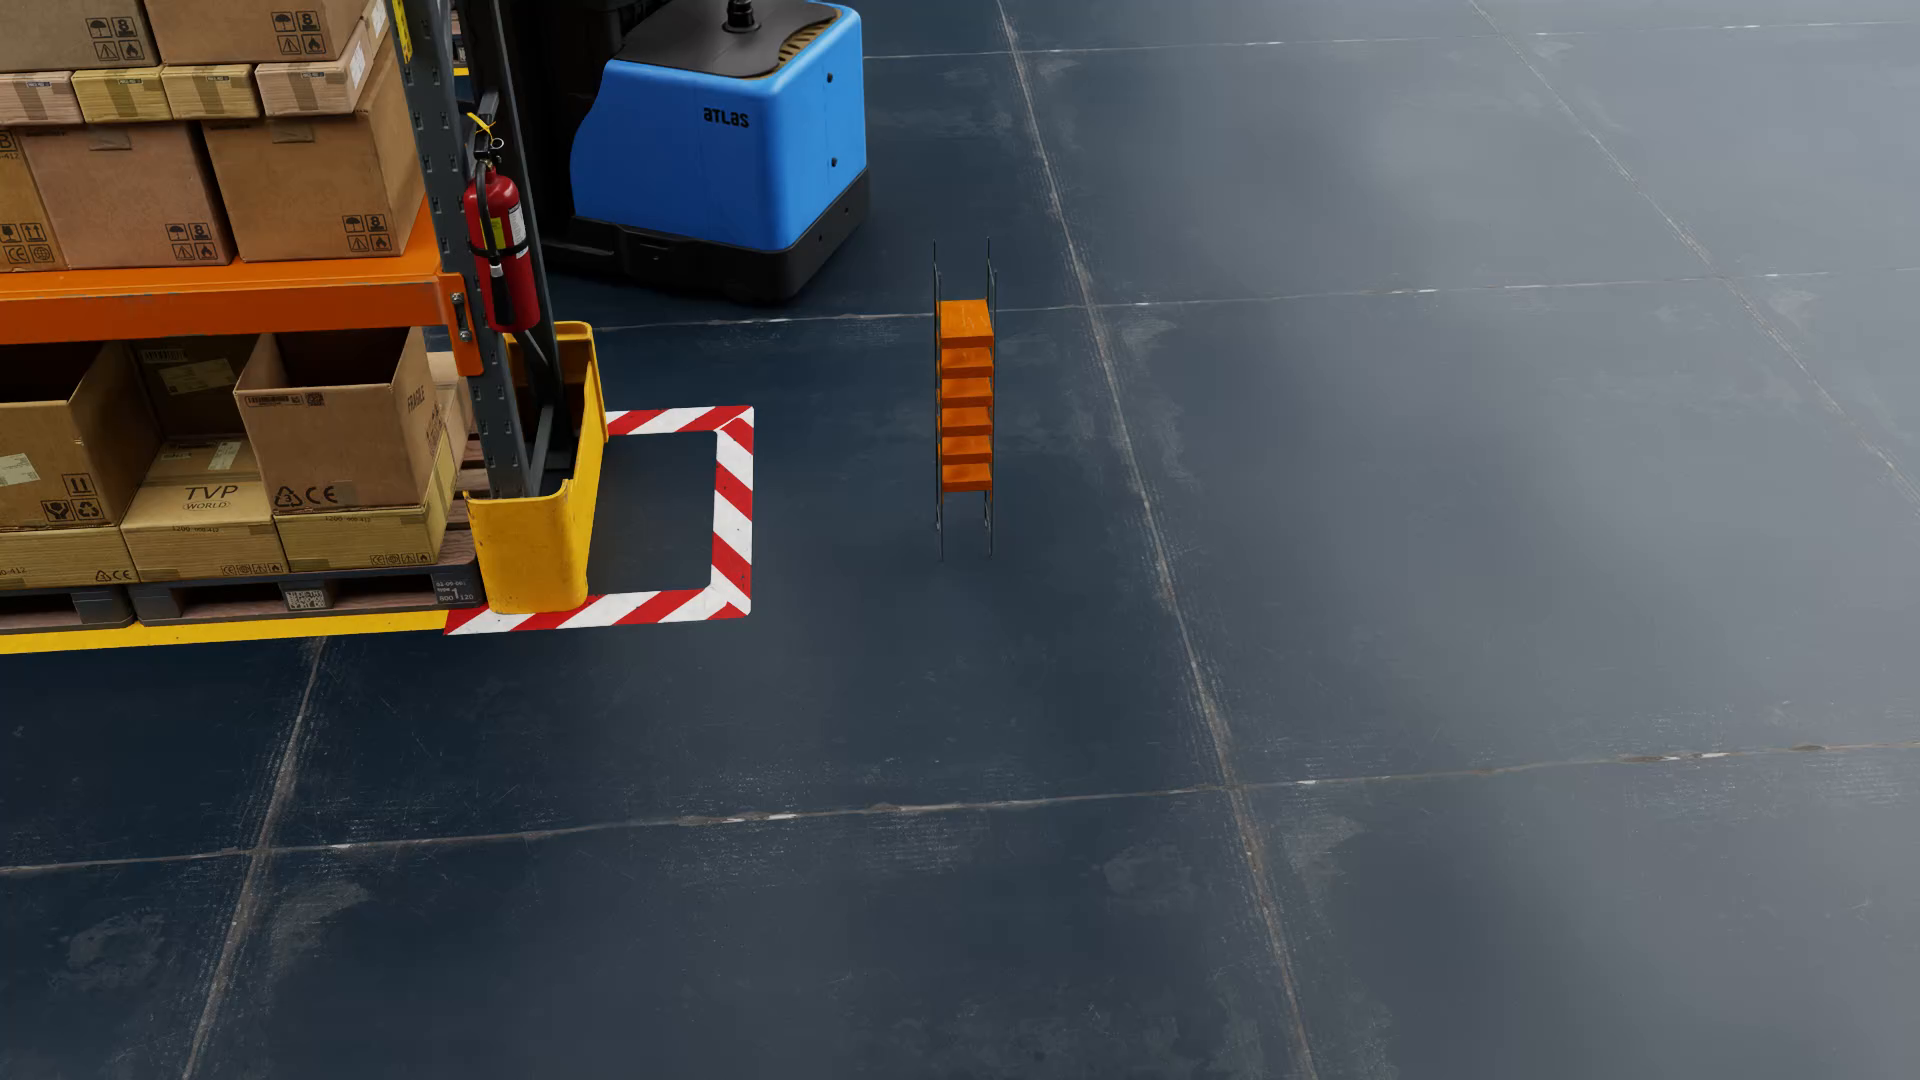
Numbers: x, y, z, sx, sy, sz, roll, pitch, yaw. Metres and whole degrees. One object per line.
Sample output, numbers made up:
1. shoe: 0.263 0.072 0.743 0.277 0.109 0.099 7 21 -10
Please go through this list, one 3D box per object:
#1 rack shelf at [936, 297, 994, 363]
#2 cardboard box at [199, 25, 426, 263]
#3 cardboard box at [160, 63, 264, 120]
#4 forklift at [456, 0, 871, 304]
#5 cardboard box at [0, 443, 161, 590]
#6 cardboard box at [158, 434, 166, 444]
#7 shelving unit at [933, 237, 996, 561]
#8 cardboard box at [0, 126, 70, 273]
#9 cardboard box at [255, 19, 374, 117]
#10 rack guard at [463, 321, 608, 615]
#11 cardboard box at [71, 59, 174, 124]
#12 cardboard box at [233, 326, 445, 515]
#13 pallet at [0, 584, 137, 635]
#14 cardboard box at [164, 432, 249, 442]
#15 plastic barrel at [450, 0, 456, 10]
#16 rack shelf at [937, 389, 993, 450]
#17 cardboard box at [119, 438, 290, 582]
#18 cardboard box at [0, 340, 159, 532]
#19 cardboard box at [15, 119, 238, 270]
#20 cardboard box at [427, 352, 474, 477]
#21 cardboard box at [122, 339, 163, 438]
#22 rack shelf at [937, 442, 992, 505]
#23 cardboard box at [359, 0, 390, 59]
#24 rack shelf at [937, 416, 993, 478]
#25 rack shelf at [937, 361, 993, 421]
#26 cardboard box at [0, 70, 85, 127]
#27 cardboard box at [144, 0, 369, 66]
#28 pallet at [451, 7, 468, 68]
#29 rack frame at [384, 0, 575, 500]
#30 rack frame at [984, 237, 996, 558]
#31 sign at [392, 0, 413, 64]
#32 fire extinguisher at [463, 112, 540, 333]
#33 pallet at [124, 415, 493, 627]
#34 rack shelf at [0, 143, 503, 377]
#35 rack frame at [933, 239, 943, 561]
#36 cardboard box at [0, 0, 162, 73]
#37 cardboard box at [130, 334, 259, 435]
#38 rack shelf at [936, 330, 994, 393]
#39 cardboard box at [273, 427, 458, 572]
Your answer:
1. rack shelf: 0.014 -0.720 5.684 0.180 0.103 0.258 -3 38 -4
2. cardboard box: -2.053 -1.298 5.393 0.500 0.500 0.700 -3 38 -4
3. cardboard box: -2.211 -1.417 5.020 0.250 0.149 0.380 -2 38 -3
4. forklift: -2.009 -2.792 7.423 3.031 2.935 1.130 13 40 16
5. cardboard box: -3.090 -0.087 5.820 0.500 0.250 0.500 -3 38 -4
6. cardboard box: -3.136 -0.413 6.233 0.500 0.250 0.500 -3 38 -4
7. shelving unit: 0.014 -0.472 5.879 0.189 1.200 0.258 -3 38 -4
8. cardboard box: -3.071 -1.243 5.323 0.500 0.500 0.700 -3 38 -4
9. cardboard box: -1.950 -1.432 5.039 0.250 0.149 0.380 -4 38 -5
10. rack guard: -1.563 -0.297 6.223 0.348 0.500 1.175 -3 38 -4
11. cardboard box: -2.466 -1.403 5.002 0.250 0.149 0.380 -4 38 -5
12. cardboard box: -2.095 -0.444 5.666 0.500 0.500 0.500 -3 38 -4
13. pallet: -3.557 -0.049 6.142 1.213 0.211 1.003 -3 38 -4
14. cardboard box: -2.638 -0.440 6.267 0.500 0.250 0.500 -3 38 -4
15. plastic barrel: -3.170 -3.411 9.820 0.421 0.512 0.421 0 38 0
16. rack shelf: 0.014 -0.437 5.907 0.180 0.103 0.258 -3 38 -4
17. cardboard box: -2.592 -0.116 5.856 0.500 0.250 0.500 -3 38 -4
18. cardboard box: -3.089 -0.380 5.585 0.500 0.500 0.500 -3 38 -4
19. cardboard box: -2.575 -1.267 5.353 0.500 0.500 0.700 -2 38 -3
20. cardboard box: -2.141 -0.470 6.305 0.500 0.250 0.500 -3 38 -4
21. cardboard box: -3.135 -0.700 5.992 0.500 0.500 0.500 -3 38 -4
22. rack shelf: 0.014 -0.249 6.056 0.180 0.103 0.258 -3 38 -4
23. cardboard box: -1.997 -1.682 5.356 0.250 0.149 0.380 -3 38 -4
24. rack shelf: 0.014 -0.343 5.981 0.180 0.103 0.258 -3 38 -4
25. rack shelf: 0.014 -0.531 5.833 0.180 0.103 0.258 -3 38 -4
26. cardboard box: -2.716 -1.390 4.986 0.250 0.149 0.380 -3 38 -3
27. cardboard box: -2.106 -1.805 4.988 0.500 0.500 0.700 -3 38 -4
28. pallet: -2.903 -3.164 10.090 1.213 0.211 1.003 -3 38 -4
29. rack frame: -1.587 -1.277 5.447 0.127 3.000 1.000 -3 38 -4
30. rack frame: 0.106 -0.477 5.886 0.006 1.200 0.240 -3 38 -4
31. sign: -1.552 -1.489 4.589 0.005 0.325 0.100 -3 38 -4
32. fire extinguisher: -1.428 -0.966 5.116 0.183 0.674 0.296 -3 38 -4
33. pallet: -2.345 -0.114 6.224 1.213 0.211 1.003 -3 38 -4
34. rack shelf: -3.579 -0.885 5.530 4.000 0.370 1.077 -3 38 -4
35. rack frame: -0.077 -0.467 5.873 0.006 1.200 0.240 -3 38 -4
36. cardboard box: -2.629 -1.773 4.947 0.500 0.500 0.700 -4 38 -5
37. cardboard box: -2.638 -0.736 6.036 0.500 0.500 0.500 -3 38 -4
38. rack shelf: 0.014 -0.625 5.758 0.180 0.103 0.258 -3 38 -4
39. cardboard box: -2.095 -0.150 5.900 0.500 0.250 0.500 -3 38 -4
